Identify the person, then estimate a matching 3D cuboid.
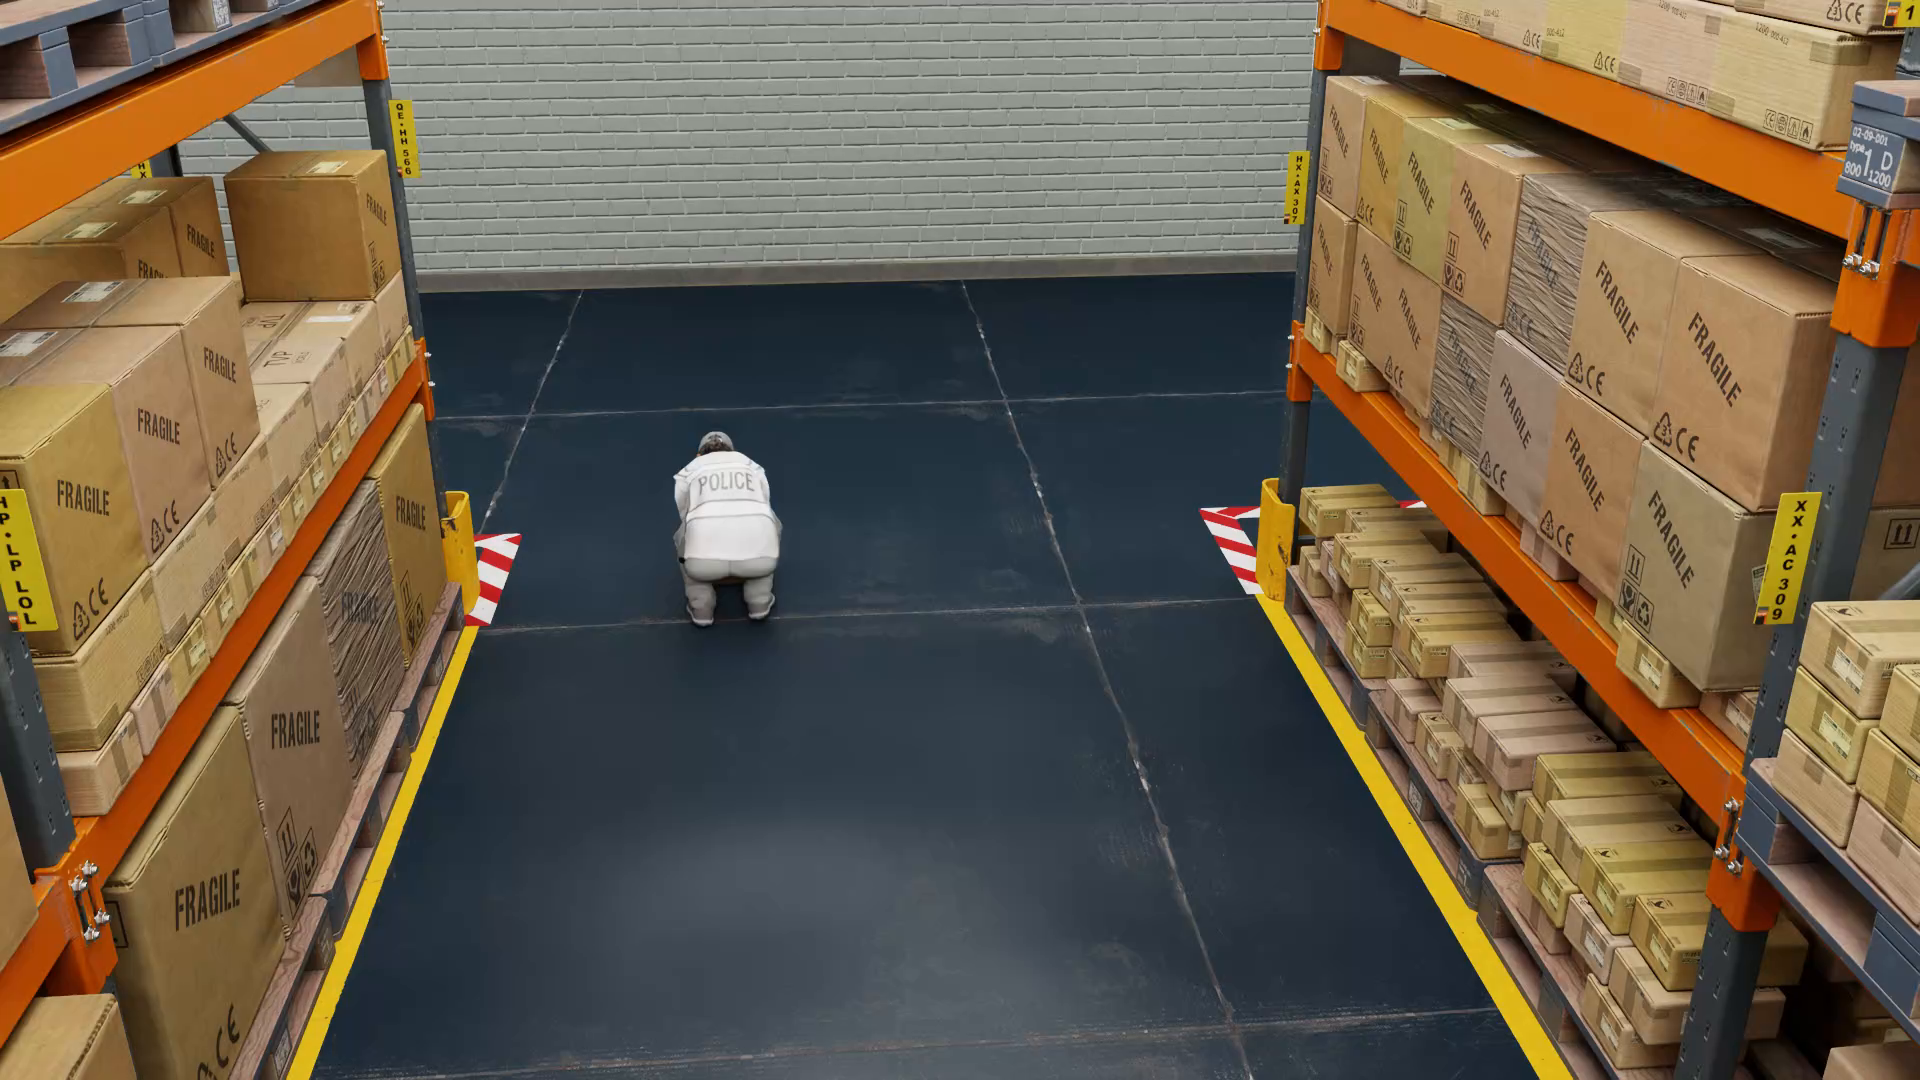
[{"bbox_3d":[-1.101,-0.021,7.865,0.519,0.808,0.869,-2,24,-5],"label":"person"}]
